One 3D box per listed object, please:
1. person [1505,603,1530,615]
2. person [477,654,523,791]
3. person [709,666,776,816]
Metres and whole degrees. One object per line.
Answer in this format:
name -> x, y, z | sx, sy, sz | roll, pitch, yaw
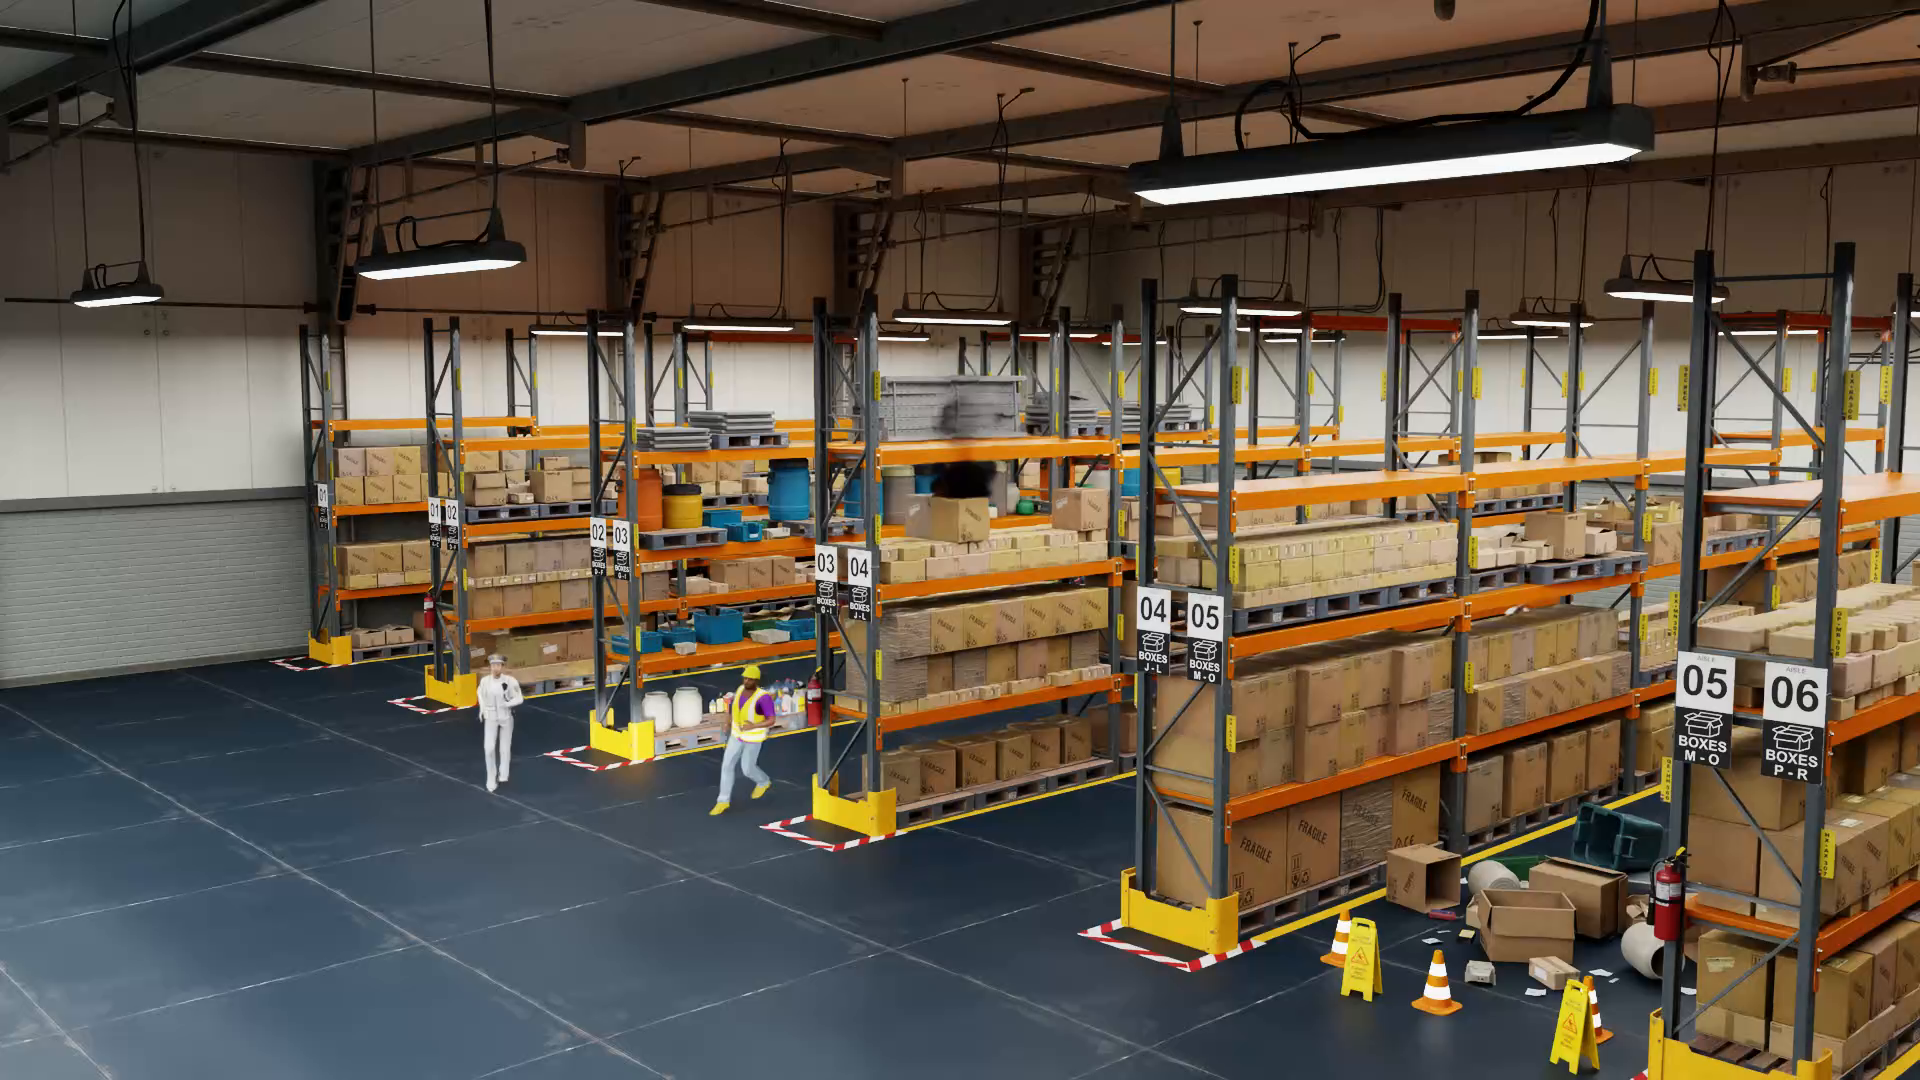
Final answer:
person -> 8.541, 1.691, 25.439 | 0.701, 1.751, 1.063 | 5, 8, 41
person -> -5.711, 2.247, 20.636 | 0.588, 1.716, 0.679 | -1, 6, -7
person -> -2.463, 2.333, 19.596 | 0.734, 1.754, 0.905 | 4, 7, 32
